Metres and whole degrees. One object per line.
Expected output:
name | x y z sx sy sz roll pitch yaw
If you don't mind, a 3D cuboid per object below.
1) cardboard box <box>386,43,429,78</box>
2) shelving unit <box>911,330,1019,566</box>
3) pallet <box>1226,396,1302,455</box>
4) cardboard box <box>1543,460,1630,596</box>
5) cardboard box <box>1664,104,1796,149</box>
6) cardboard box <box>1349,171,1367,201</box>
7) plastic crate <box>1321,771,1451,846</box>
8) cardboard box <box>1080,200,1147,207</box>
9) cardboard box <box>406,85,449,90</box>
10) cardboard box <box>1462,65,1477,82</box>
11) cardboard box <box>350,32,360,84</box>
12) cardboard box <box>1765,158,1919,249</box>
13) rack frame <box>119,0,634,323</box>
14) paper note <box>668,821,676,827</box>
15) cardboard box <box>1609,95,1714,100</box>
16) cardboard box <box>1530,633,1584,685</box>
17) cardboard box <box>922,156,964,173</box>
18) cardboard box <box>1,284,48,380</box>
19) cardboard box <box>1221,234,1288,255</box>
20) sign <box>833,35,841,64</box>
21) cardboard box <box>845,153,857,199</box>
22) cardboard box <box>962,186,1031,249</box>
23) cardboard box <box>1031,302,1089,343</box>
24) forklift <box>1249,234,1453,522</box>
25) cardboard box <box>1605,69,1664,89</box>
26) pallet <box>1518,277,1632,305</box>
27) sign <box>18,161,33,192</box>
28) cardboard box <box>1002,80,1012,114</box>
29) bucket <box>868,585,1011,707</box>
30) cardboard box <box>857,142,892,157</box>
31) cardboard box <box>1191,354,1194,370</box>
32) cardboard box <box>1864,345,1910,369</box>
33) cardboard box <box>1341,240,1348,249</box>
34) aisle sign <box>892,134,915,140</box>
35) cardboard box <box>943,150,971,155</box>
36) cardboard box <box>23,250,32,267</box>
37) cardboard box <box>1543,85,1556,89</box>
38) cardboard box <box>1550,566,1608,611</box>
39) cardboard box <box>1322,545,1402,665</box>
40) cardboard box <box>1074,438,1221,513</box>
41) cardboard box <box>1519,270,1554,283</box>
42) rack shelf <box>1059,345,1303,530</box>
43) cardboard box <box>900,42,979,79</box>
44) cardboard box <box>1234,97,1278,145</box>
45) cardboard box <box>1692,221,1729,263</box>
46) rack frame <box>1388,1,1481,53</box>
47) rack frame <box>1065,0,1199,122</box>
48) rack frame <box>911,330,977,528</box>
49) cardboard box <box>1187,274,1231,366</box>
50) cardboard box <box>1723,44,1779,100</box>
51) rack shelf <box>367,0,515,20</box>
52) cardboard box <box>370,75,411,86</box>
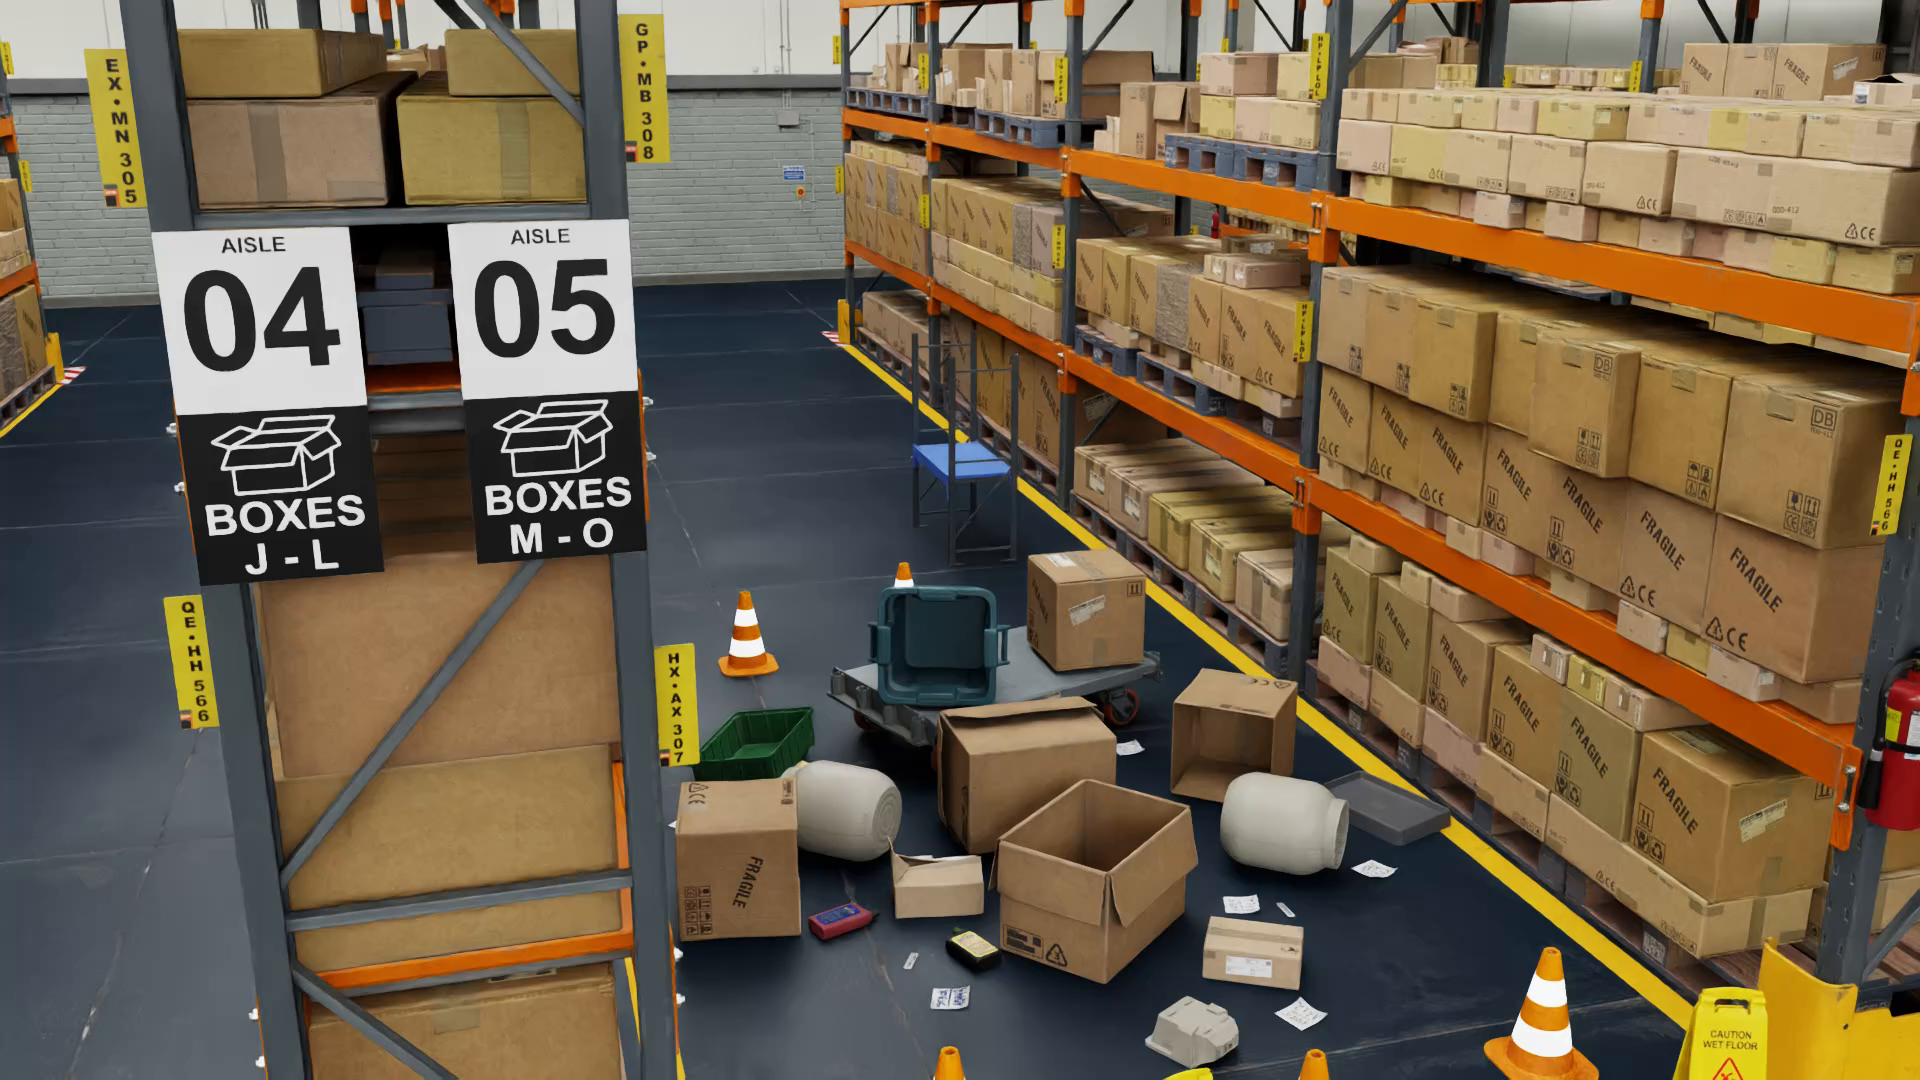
cardboard box | -3.810 -3.242 11.312 0.396 0.266 0.258 -5 17 -15
shelving unit | 0.023 -0.695 12.158 0.538 1.500 1.048 -5 17 -15
pallet | 2.312 -0.743 10.046 1.003 0.211 1.213 -5 17 -15
cardboard box | 2.800 -0.102 6.887 0.500 0.500 0.500 -5 17 -16
cardboard box | 2.902 -1.560 6.269 0.380 0.149 0.250 -5 17 -15
cardboard box | 2.230 -1.822 8.526 0.380 0.149 0.250 -5 17 -16
plastic crate | 2.025 1.285 8.035 0.402 0.080 0.583 -12 20 -34
cardboard box | 1.237 -2.538 13.774 0.500 0.500 0.500 -5 17 -15
cardboard box | -1.277 -1.137 4.649 0.500 0.250 0.500 -5 17 -16
cardboard box | 5.036 -4.458 15.881 0.380 0.149 0.250 -5 17 -15
cardboard box | -2.018 -1.452 5.004 0.380 0.149 0.250 -5 17 -16
cardboard box | 3.082 -1.133 5.540 0.500 0.250 0.500 -5 17 -16
rack frame | -1.250 -1.960 3.334 1.000 3.000 0.127 -5 17 -15
paper note | -1.294 1.343 7.927 0.142 0.020 0.147 11 20 32
cardboard box | 3.100 -1.886 7.355 0.380 0.149 0.250 -4 17 -15
cardboard box | 2.708 0.500 7.192 0.380 0.149 0.250 -4 17 -13
cardboard box | -0.175 -3.804 16.863 0.380 0.149 0.250 -4 17 -14
cardboard box | -10.191 -2.161 17.395 0.875 0.875 0.875 -5 17 -15
cardboard box | 2.004 -1.991 11.316 0.380 0.149 0.250 -6 18 -18
sign | -1.451 -5.782 19.617 0.100 0.325 0.005 -5 17 -15
cardboard box | -1.058 -4.303 19.651 0.500 0.500 0.500 -5 17 -16
cardboard box | 0.330 -2.930 15.080 0.500 0.500 0.500 -5 17 -17
cardboard box | 0.894 -1.766 13.379 0.500 0.250 0.500 -5 18 -17
forklift | 3.920 -1.730 13.116 3.031 2.935 1.130 -5 17 -15
cardboard box | 5.675 -3.882 13.998 0.380 0.149 0.250 -4 17 -13
pallet | 5.801 -2.202 14.903 1.213 0.211 1.003 -5 17 -15
sign | -9.919 -3.855 17.648 0.100 0.325 0.005 -5 17 -15
cardboard box | 0.568 -3.645 13.663 0.396 0.266 0.258 -5 17 -17
bucket | -0.095 0.502 8.614 0.726 0.611 0.620 1 7 4
cardboard box | -0.983 -4.501 19.183 0.380 0.149 0.250 -4 17 -14
cardboard box | 1.735 -1.178 10.866 0.380 0.149 0.250 -5 18 -17
cardboard box | 6.620 -1.191 11.464 0.500 0.250 0.500 -5 17 -16
cardboard box | 4.438 -3.307 18.683 0.380 0.149 0.250 -4 17 -14
aisle sign | -0.637 -5.221 20.100 0.394 0.787 0.004 -5 17 -15
cardboard box | -0.053 -4.120 17.914 0.380 0.149 0.250 -5 17 -15
cardboard box | -10.030 -2.955 17.513 0.380 0.149 0.250 -4 17 -14
cardboard box | 5.494 -4.033 15.018 0.380 0.149 0.250 -5 17 -15
cardboard box | 2.754 0.180 7.076 0.380 0.149 0.250 -5 17 -16
cardboard box | 2.285 0.329 8.889 0.500 0.500 0.500 -4 17 -13
cardboard box | 1.428 -0.504 12.754 0.950 0.372 0.625 -6 18 -19
cardboard box | 5.453 -2.508 15.117 0.500 0.250 0.500 -6 18 -18
rack shelf | 1.832 -0.821 11.221 1.077 0.370 4.000 -5 17 -15
cardboard box | -0.218 -4.931 17.355 0.797 0.503 0.637 -3 17 -11
cardboard box | 1.948 -2.469 9.773 0.500 0.250 0.500 -4 17 -15
cardboard box | 2.969 -1.116 6.177 0.380 0.149 0.250 -5 17 -15
rack frame | 4.955 -6.092 17.090 1.000 3.000 0.127 -5 17 -15
rack frame | 1.283 -4.592 12.097 1.000 3.000 0.127 -5 17 -15
rack frame | -0.116 -0.835 12.626 0.500 1.500 0.032 -5 17 -15
cardboard box | 1.761 -1.394 10.457 0.500 0.500 0.500 -4 17 -13
cardboard box | 6.254 -3.494 12.579 0.700 0.500 0.500 -5 17 -16
rack shelf | -3.998 -4.190 12.703 1.077 0.370 4.000 -5 17 -15
cardboard box | -2.205 -1.513 5.900 0.500 0.250 0.500 -5 17 -16
